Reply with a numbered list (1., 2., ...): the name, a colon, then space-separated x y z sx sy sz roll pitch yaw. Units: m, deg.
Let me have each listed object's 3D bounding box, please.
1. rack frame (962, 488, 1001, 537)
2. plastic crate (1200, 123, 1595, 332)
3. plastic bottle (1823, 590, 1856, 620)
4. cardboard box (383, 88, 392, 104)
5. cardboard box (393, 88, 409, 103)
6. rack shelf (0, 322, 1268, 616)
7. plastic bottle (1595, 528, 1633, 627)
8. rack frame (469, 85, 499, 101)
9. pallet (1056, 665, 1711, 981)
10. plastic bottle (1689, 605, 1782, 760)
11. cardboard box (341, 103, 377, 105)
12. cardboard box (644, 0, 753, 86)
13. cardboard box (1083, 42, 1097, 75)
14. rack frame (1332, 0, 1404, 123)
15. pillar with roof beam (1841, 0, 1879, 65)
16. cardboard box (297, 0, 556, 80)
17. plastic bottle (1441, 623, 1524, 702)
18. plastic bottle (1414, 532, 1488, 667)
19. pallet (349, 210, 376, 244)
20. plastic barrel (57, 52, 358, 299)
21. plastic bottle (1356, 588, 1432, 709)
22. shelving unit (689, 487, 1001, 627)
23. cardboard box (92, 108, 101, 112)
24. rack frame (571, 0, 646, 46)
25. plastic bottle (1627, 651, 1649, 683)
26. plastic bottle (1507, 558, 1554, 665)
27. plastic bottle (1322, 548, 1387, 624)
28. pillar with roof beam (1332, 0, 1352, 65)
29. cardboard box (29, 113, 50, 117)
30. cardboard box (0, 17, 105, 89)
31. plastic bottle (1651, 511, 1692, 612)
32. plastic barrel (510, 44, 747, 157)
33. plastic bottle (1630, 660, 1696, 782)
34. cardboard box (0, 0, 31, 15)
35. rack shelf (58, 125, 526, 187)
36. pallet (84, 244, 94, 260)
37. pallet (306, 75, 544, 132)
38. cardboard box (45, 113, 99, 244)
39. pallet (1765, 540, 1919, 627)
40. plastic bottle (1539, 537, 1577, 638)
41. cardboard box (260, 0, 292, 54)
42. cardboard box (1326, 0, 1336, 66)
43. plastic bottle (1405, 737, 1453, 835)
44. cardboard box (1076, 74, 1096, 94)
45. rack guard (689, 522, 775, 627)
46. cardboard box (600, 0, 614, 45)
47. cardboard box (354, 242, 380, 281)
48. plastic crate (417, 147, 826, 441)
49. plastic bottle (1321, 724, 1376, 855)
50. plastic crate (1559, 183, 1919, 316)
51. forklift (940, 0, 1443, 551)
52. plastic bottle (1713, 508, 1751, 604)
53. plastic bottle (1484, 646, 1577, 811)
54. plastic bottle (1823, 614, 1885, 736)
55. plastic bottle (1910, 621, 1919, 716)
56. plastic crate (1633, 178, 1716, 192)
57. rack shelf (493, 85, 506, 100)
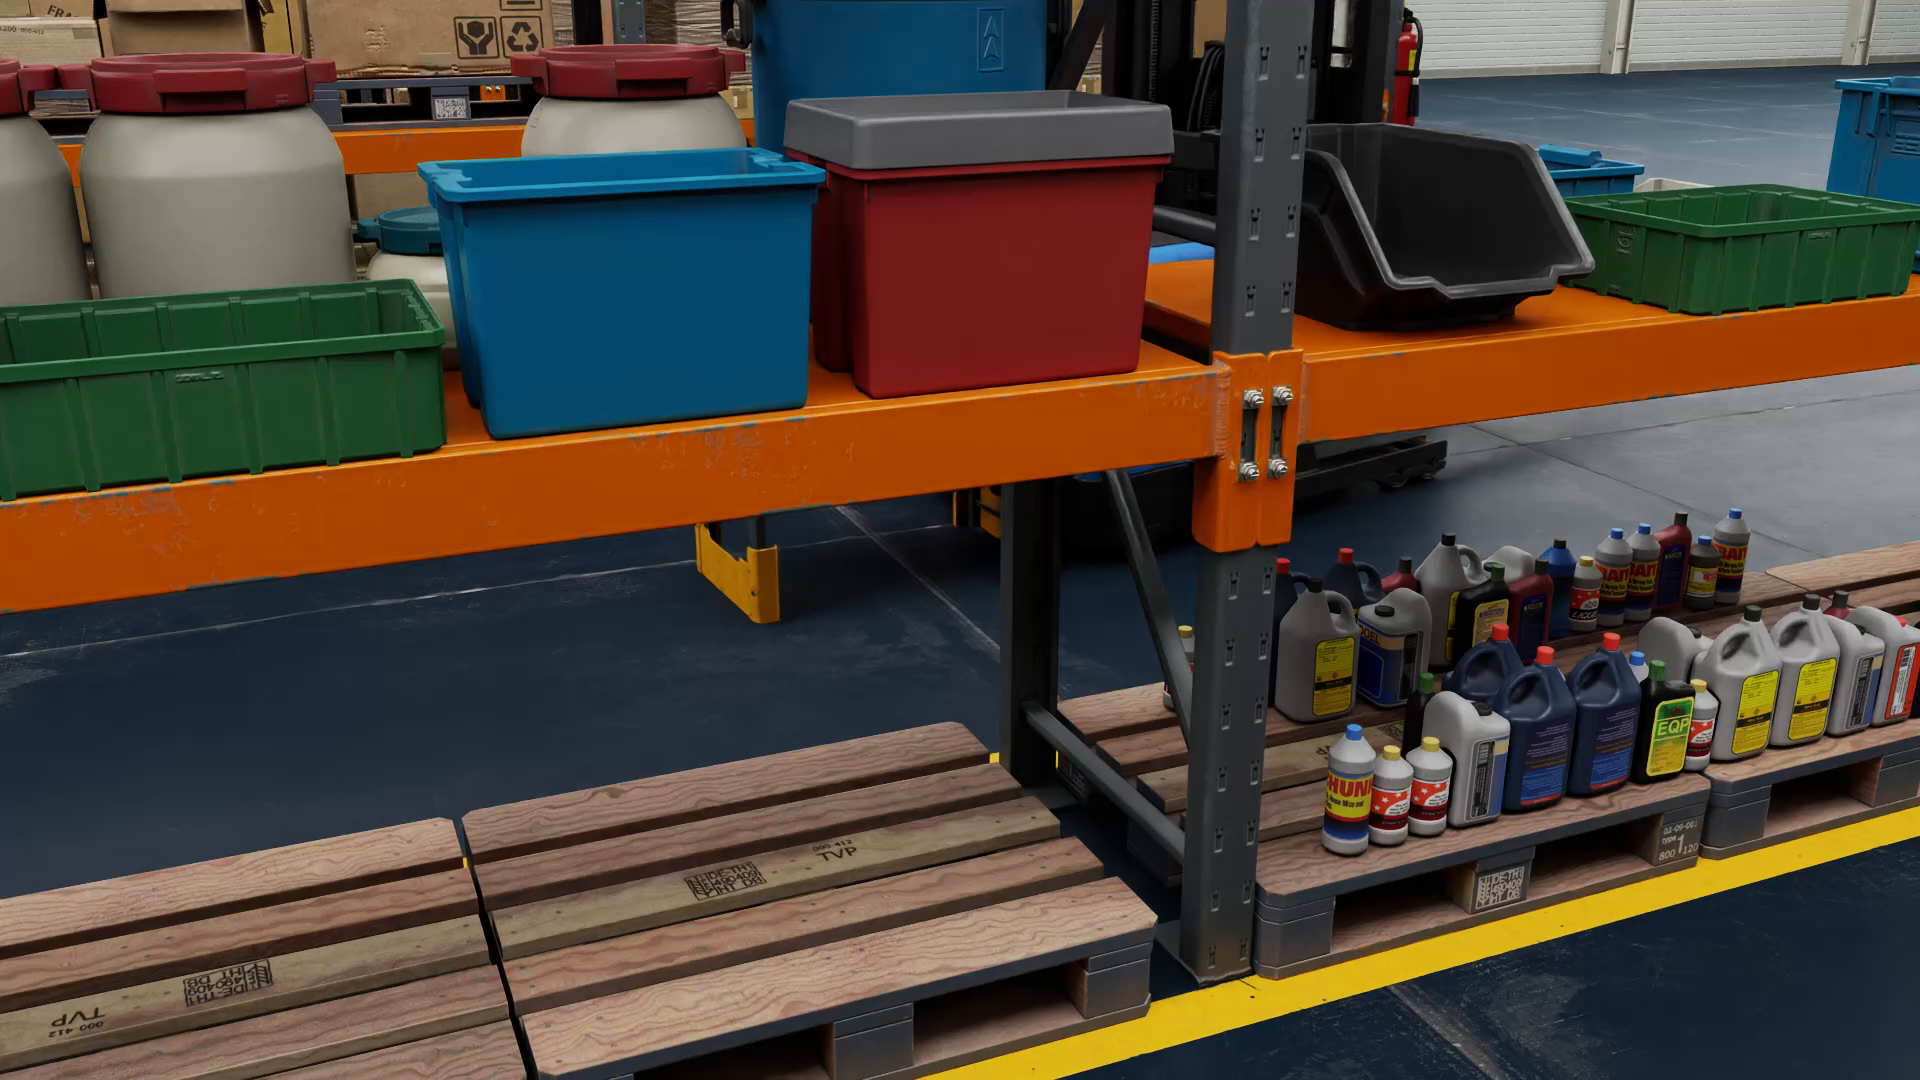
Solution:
1. rack frame: 0.140 -0.682 5.700 0.032 1.500 0.500 -10 22 -26
2. plastic crate: 0.882 -0.656 3.463 0.504 0.338 0.767 -8 21 -22
3. plastic bottle: 2.226 0.260 4.196 0.133 0.283 0.061 -8 21 -22
4. cardboard box: -6.931 -5.565 20.819 0.500 0.250 0.500 -8 21 -21
5. cardboard box: -4.804 -3.827 14.999 0.500 0.500 0.500 -8 21 -22
6. rack shelf: -1.486 -0.053 2.740 4.000 0.370 1.077 -8 21 -22
7. plastic bottle: 1.829 0.099 4.669 0.097 0.271 0.097 0 19 0
8. rack frame: -3.483 -3.692 11.991 0.127 3.000 1.000 -8 21 -22
9. pallet: 0.984 0.584 4.045 1.213 0.211 1.003 -8 21 -22
10. plastic bottle: 1.820 0.326 3.906 0.185 0.351 0.144 -8 21 -22
11. cardboard box: -6.017 -4.077 16.409 0.625 0.372 0.950 -8 21 -21
12. cardboard box: -1.174 -2.394 7.706 0.500 0.500 0.875 -8 21 -22
13. cardboard box: 0.658 -2.661 8.464 0.500 0.500 0.875 -8 21 -22
14. rack frame: 2.061 -2.692 9.152 0.127 3.000 1.000 -8 21 -22
15. pillar with roof beam: 18.912 -12.085 26.795 0.400 9.000 9.100 -8 21 -22
16. cardboard box: -2.396 -2.585 7.312 1.000 1.000 1.000 -8 21 -22
17. plastic bottle: 1.199 0.363 3.801 0.185 0.351 0.144 -8 21 -22
18. plastic bottle: 1.300 0.146 4.417 0.185 0.351 0.144 -8 21 -22
19. pallet: -4.162 -2.252 12.100 1.213 0.211 1.003 -8 21 -22
20. plastic barrel: -1.289 -0.564 2.903 0.433 0.535 0.433 0 19 0
21. plastic bottle: 1.086 0.266 4.190 0.135 0.276 0.152 -8 21 -22
22. shelving unit: -0.316 -0.600 5.469 1.083 1.500 0.587 -10 22 -26
23. cardboard box: -10.004 -5.419 19.840 0.625 0.625 0.875 -7 21 -20
24. rack frame: -1.611 -2.166 7.657 0.127 3.000 1.000 -8 21 -22
25. plastic bottle: 1.550 0.389 3.848 0.097 0.271 0.097 0 19 0
26. plastic bottle: 1.494 0.190 4.393 0.133 0.283 0.061 -8 21 -22
27. plastic bottle: 1.004 0.188 4.296 0.185 0.351 0.144 -9 21 -25
28. pillar with roof beam: 7.894 -10.506 22.311 0.400 9.000 9.100 -8 21 -22
29. cardboard box: -8.687 -3.692 15.315 0.625 0.372 0.950 -10 22 -26
30. cardboard box: -3.654 -1.917 6.545 0.500 0.250 0.500 -9 21 -23
31. plastic bottle: 2.020 0.060 4.764 0.133 0.283 0.061 -8 21 -21
32. plastic barrel: -0.615 -0.661 3.177 0.433 0.535 0.433 0 19 0
33. plastic bottle: 1.597 0.405 3.784 0.133 0.283 0.061 -7 21 -20
34. cardboard box: -6.171 -3.257 10.606 0.500 0.500 0.500 -8 21 -22
35. rack shelf: -3.448 -1.564 7.029 4.000 0.370 1.077 -8 21 -22
36. pallet: -6.402 -1.931 11.189 1.213 0.211 1.003 -8 21 -22
37. pallet: -2.371 -2.019 7.529 1.213 0.211 1.003 -8 21 -22
38. cardboard box: -5.760 -2.471 11.279 0.750 0.750 1.050 -8 21 -21
39. pallet: 3.224 0.263 4.957 1.213 0.211 1.003 -8 21 -22
40. plastic bottle: 1.642 0.126 4.593 0.097 0.271 0.097 0 19 0
41. cardboard box: -4.784 -3.456 11.170 0.500 0.500 0.500 -8 21 -21
42. cardboard box: 1.546 -2.816 8.904 0.500 0.500 0.875 -8 21 -22
43. plastic bottle: 1.003 0.522 3.575 0.097 0.201 0.097 0 19 0
44. cardboard box: 0.546 -2.244 8.257 0.250 0.149 0.380 -8 21 -22
45. rack guard: -0.755 0.067 5.455 0.087 0.250 0.587 -10 22 -26
46. cardboard box: -2.653 -3.894 12.339 0.550 0.550 0.875 -8 21 -22
47. cardboard box: -2.629 -1.063 7.627 0.500 0.500 0.700 -8 21 -22
48. plastic crate: -0.539 -0.408 2.689 0.575 0.384 0.392 -8 21 -22
49. plastic bottle: 0.817 0.516 3.487 0.097 0.271 0.097 0 19 0
50. plastic crate: 1.709 -0.648 3.665 0.662 0.188 0.450 -8 21 -22
51. forklift: 1.327 -1.709 6.462 3.031 2.935 1.130 -14 24 -35
52. plastic bottle: 2.235 0.041 4.835 0.097 0.271 0.097 0 19 0
53. plastic bottle: 1.256 0.407 3.677 0.185 0.351 0.144 -8 21 -20
54. plastic bottle: 2.141 0.314 4.053 0.135 0.276 0.152 -9 21 -23
55. plastic bottle: 2.411 0.288 4.115 0.133 0.283 0.061 -8 21 -21
56. plastic crate: 1.741 -0.822 4.237 0.437 0.136 0.530 -8 21 -22
57. rack shelf: -1.647 -3.616 12.857 4.000 0.370 1.077 -8 21 -22
